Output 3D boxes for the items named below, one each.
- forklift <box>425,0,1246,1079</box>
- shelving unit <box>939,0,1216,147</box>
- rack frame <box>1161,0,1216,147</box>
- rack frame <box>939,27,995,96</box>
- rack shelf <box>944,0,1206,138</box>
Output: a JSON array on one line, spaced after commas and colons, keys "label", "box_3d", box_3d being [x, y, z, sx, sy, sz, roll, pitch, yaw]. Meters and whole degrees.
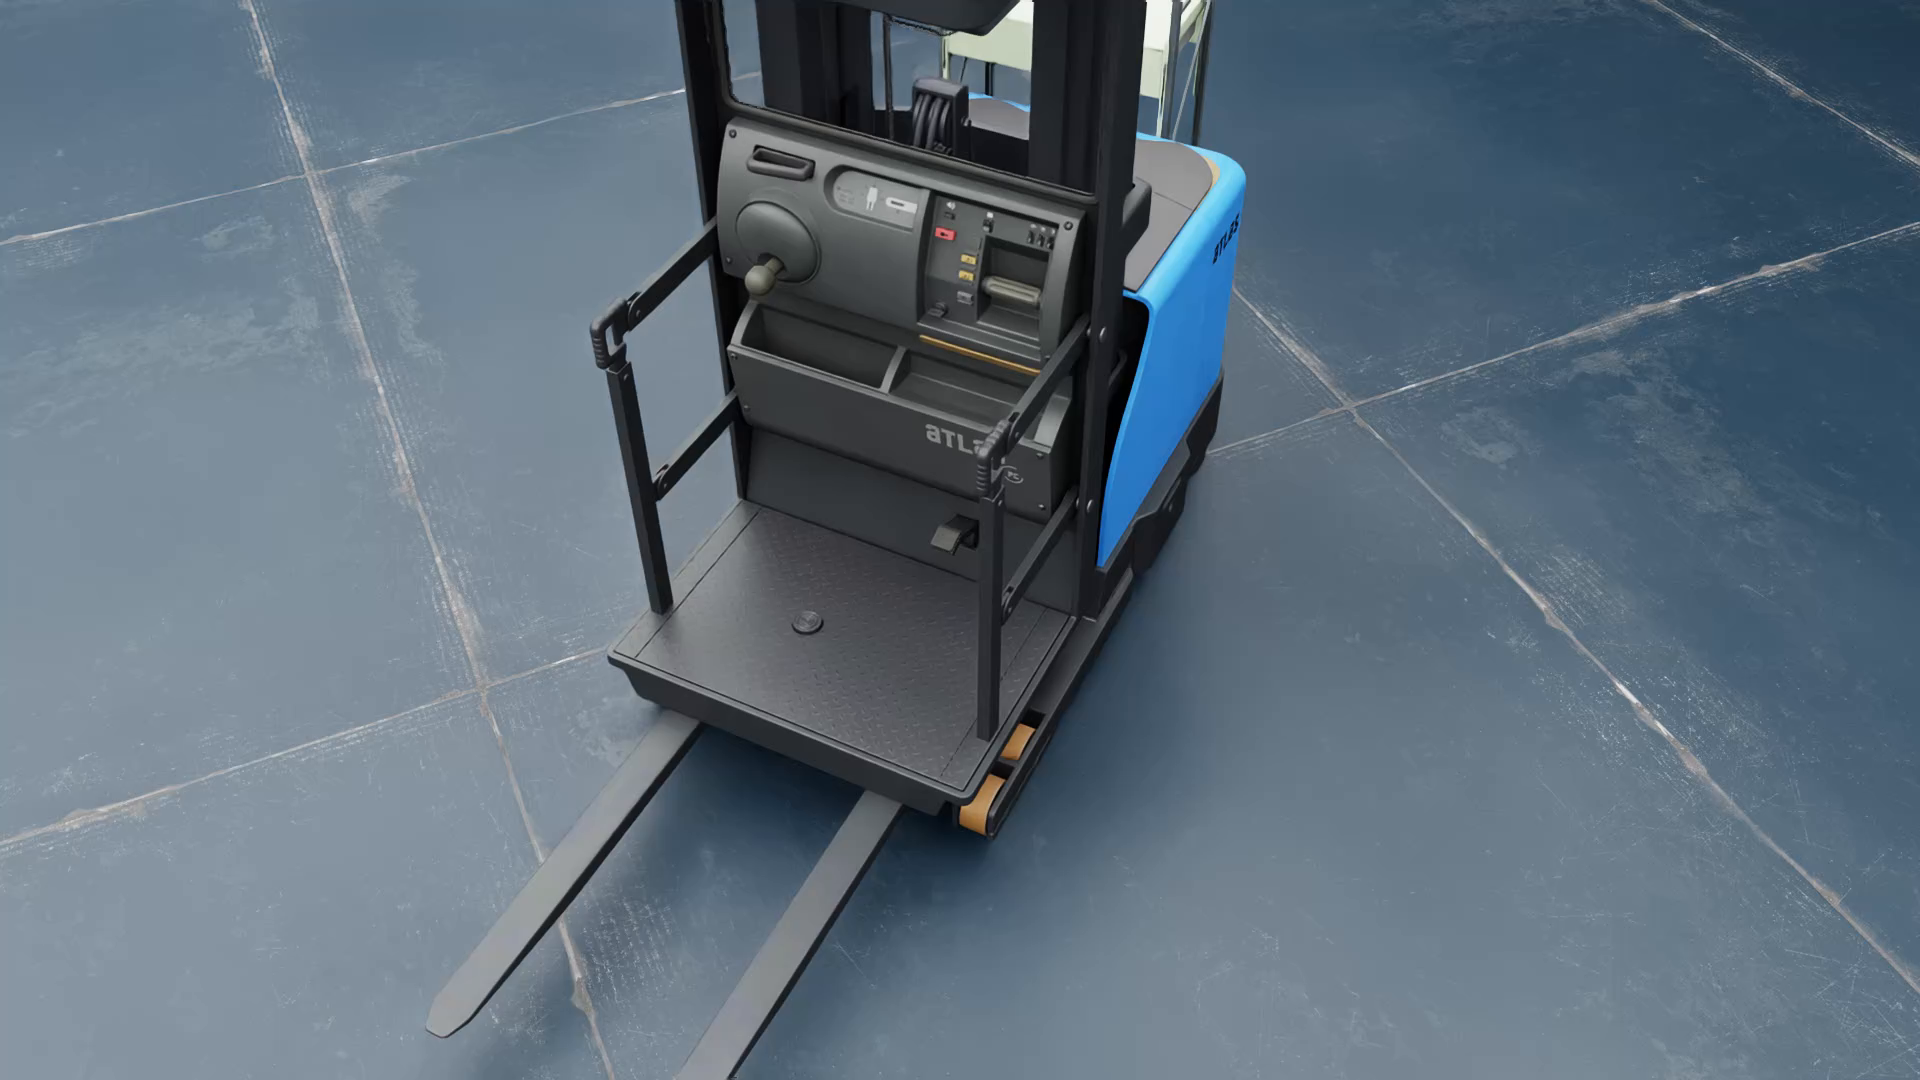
[{"label": "forklift", "box_3d": [-0.255, -0.617, 3.788, 1.130, 2.935, 3.031, 19, 48, 18]}, {"label": "shelving unit", "box_3d": [0.361, -1.263, 5.462, 0.755, 1.500, 0.431, 17, 47, 17]}, {"label": "rack frame", "box_3d": [0.696, -1.159, 5.356, 0.023, 1.500, 0.400, 17, 47, 17]}, {"label": "rack frame", "box_3d": [0.027, -1.368, 5.568, 0.023, 1.500, 0.400, 17, 47, 17]}, {"label": "rack shelf", "box_3d": [0.362, -1.542, 5.188, 0.720, 0.370, 0.431, 17, 47, 17]}]
